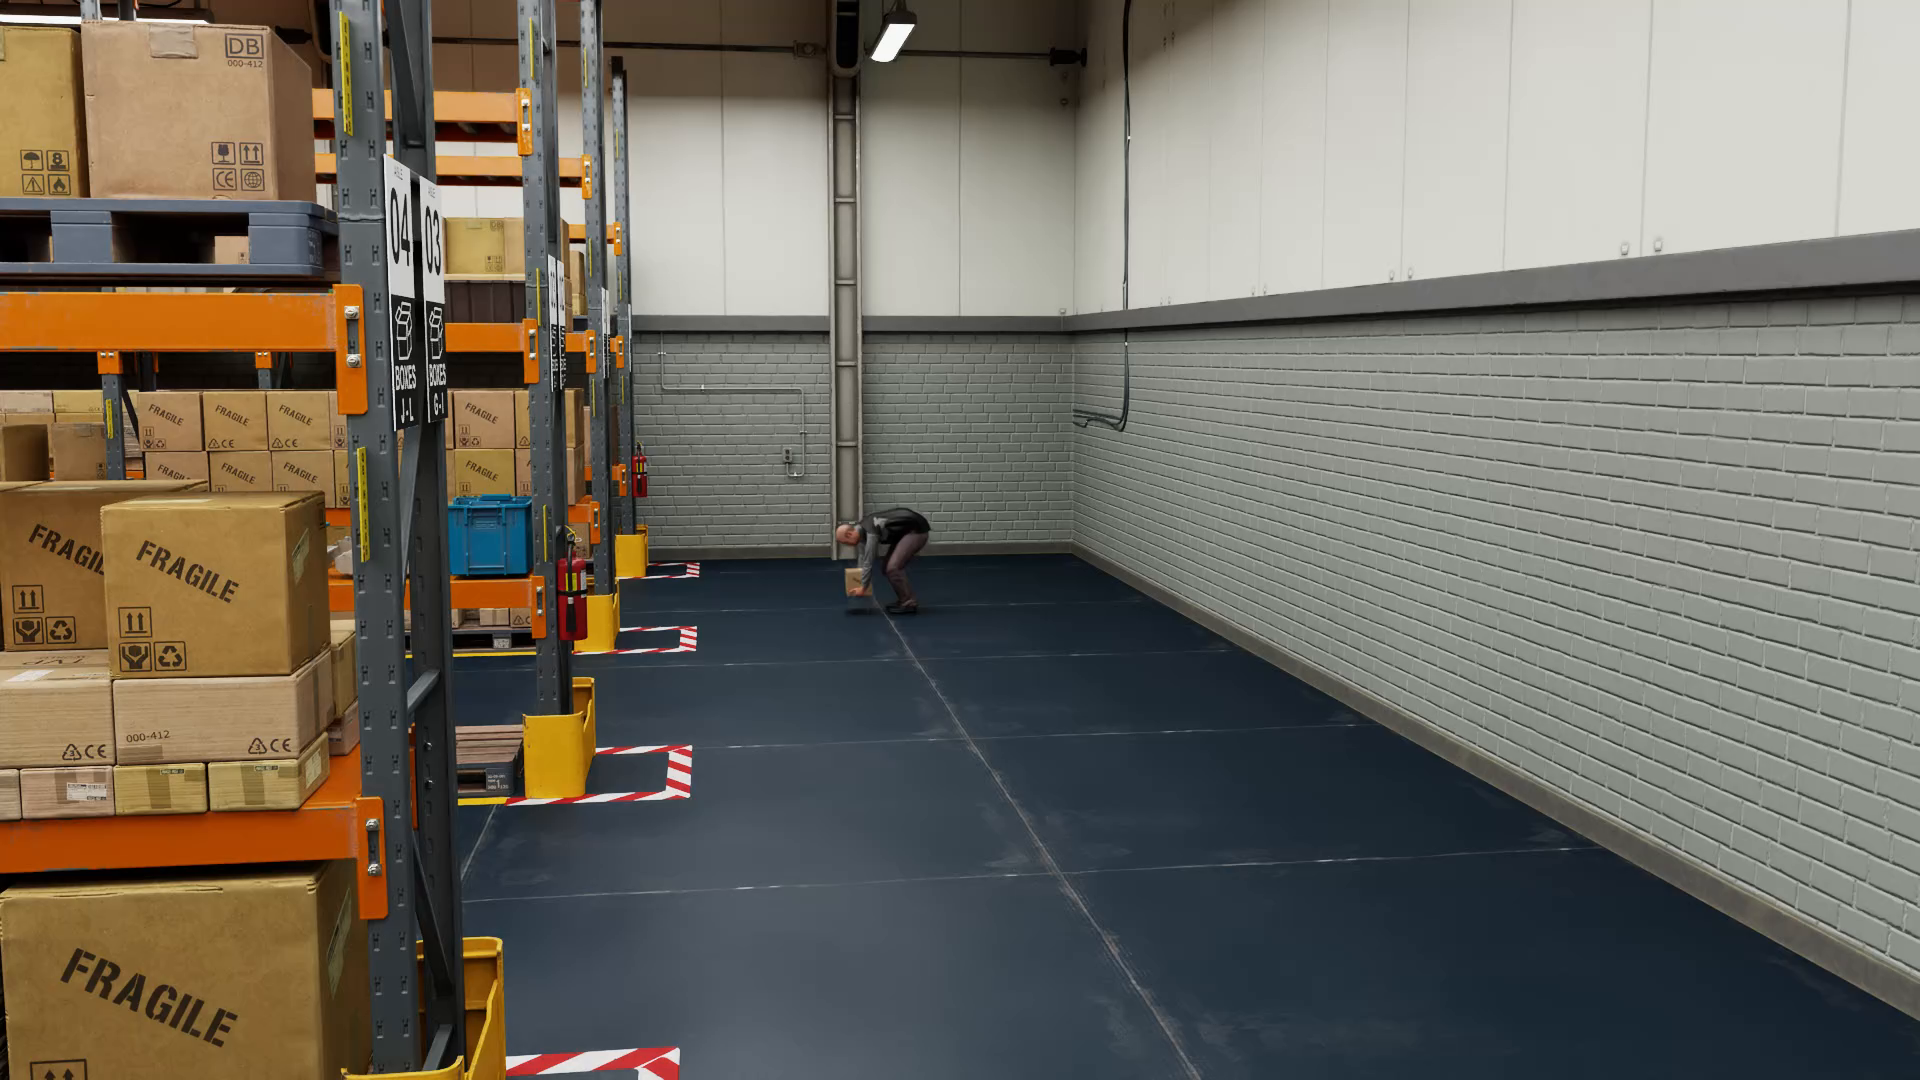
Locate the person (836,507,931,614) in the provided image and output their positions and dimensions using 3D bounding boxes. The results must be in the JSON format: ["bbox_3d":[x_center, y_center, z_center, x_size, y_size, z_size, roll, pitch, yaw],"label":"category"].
[{"bbox_3d":[-0.784,0.205,16.939,0.958,1.065,0.488,-1,7,-11],"label":"person"}]
